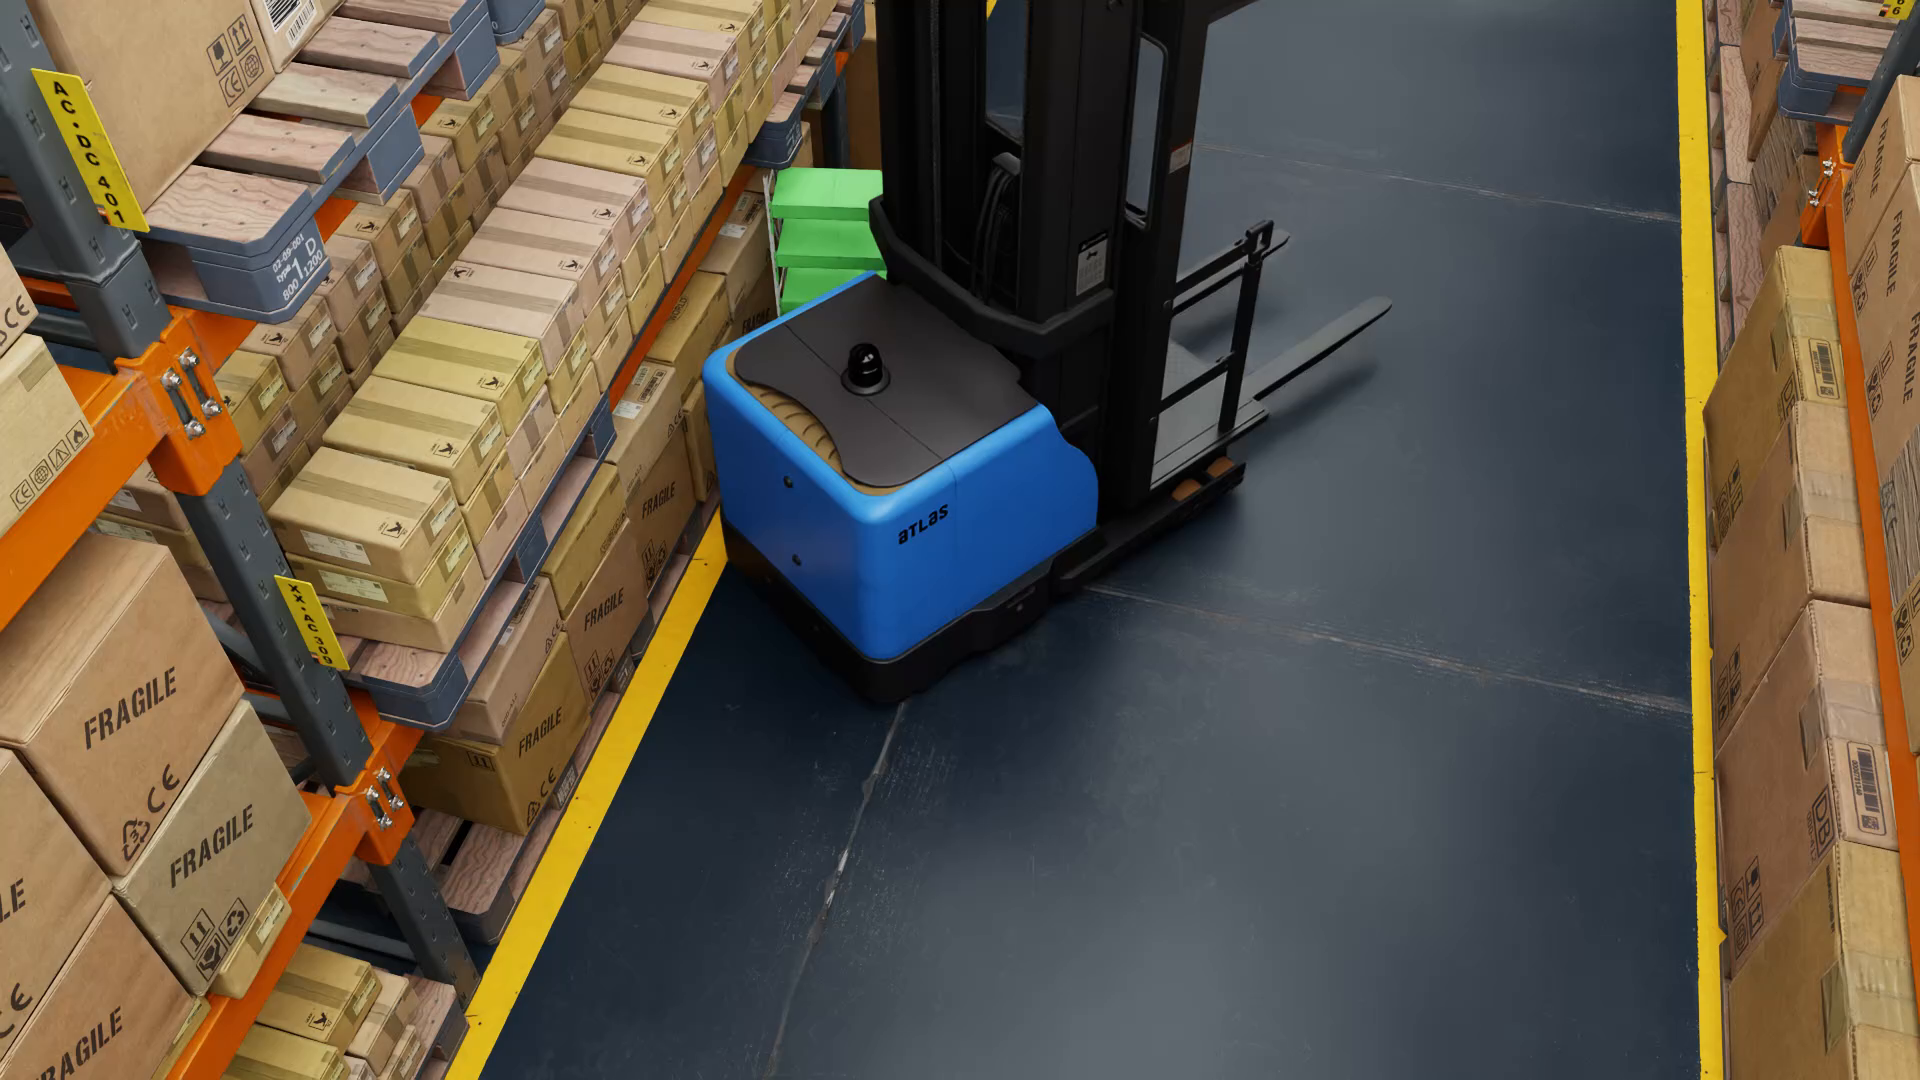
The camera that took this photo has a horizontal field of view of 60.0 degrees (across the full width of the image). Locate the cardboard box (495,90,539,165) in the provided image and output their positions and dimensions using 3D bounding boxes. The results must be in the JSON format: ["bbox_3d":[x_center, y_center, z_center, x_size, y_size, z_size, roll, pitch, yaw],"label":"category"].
[{"bbox_3d":[-1.658,-1.423,5.613,0.380,0.149,0.250,11,50,10],"label":"cardboard box"}]

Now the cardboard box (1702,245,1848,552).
[{"bbox_3d":[3.557,-0.400,6.158,1.225,0.875,0.875,9,49,8],"label":"cardboard box"}]

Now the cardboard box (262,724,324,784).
[{"bbox_3d":[-2.100,0.486,5.627,0.500,0.500,0.500,11,49,9],"label":"cardboard box"}]

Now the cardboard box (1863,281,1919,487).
[{"bbox_3d":[3.104,-0.449,4.998,0.500,0.500,0.500,11,49,9],"label":"cardboard box"}]

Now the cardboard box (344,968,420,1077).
[{"bbox_3d":[-1.828,1.379,4.874,0.380,0.149,0.250,12,50,11],"label":"cardboard box"}]

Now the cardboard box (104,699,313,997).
[{"bbox_3d":[-1.907,0.657,3.824,0.500,0.500,0.500,12,50,10],"label":"cardboard box"}]

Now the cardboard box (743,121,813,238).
[{"bbox_3d":[-0.927,-1.524,6.900,0.500,0.250,0.500,11,49,9],"label":"cardboard box"}]

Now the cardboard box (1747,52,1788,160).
[{"bbox_3d":[4.192,-2.081,7.879,0.700,0.500,0.500,15,50,13],"label":"cardboard box"}]

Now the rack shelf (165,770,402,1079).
[{"bbox_3d":[-2.579,2.067,3.323,1.077,0.370,4.000,12,50,10],"label":"rack shelf"}]

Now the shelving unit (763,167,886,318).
[{"bbox_3d":[-0.487,-1.046,6.792,0.503,1.200,0.258,2,49,2],"label":"shelving unit"}]

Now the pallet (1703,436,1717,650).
[{"bbox_3d":[3.479,0.019,6.511,1.003,0.211,1.213,12,50,10],"label":"pallet"}]

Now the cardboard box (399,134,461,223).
[{"bbox_3d":[-1.791,-1.142,5.166,0.380,0.149,0.250,10,49,8],"label":"cardboard box"}]

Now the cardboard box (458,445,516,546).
[{"bbox_3d":[-1.439,-0.154,4.493,0.380,0.149,0.250,11,49,9],"label":"cardboard box"}]

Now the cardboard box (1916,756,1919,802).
[{"bbox_3d":[2.703,0.653,4.025,0.500,0.500,0.500,13,50,11],"label":"cardboard box"}]

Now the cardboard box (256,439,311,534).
[{"bbox_3d":[-2.071,-0.188,4.721,0.380,0.149,0.250,12,50,10],"label":"cardboard box"}]

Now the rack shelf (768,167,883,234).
[{"bbox_3d":[-0.486,-1.322,6.480,0.480,0.148,0.258,2,49,2],"label":"rack shelf"}]

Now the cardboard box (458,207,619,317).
[{"bbox_3d":[-1.232,-0.817,4.880,0.380,0.149,0.250,11,50,10],"label":"cardboard box"}]

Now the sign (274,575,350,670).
[{"bbox_3d":[-1.527,0.198,3.916,0.100,0.325,0.005,12,50,10],"label":"sign"}]

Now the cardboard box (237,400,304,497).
[{"bbox_3d":[-2.070,-0.289,4.613,0.380,0.149,0.250,12,50,10],"label":"cardboard box"}]

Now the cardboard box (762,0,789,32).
[{"bbox_3d":[-0.823,-1.948,5.878,0.380,0.149,0.250,13,50,11],"label":"cardboard box"}]

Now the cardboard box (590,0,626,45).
[{"bbox_3d":[-1.457,-1.965,6.091,0.380,0.149,0.250,10,49,9],"label":"cardboard box"}]

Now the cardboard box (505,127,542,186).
[{"bbox_3d":[-1.659,-1.323,5.724,0.380,0.149,0.250,12,50,11],"label":"cardboard box"}]

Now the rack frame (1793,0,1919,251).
[{"bbox_3d":[3.759,-1.459,5.956,1.000,3.000,0.127,12,50,10],"label":"rack frame"}]

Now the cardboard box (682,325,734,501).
[{"bbox_3d":[-1.184,-0.534,6.527,0.500,0.500,0.500,10,49,8],"label":"cardboard box"}]

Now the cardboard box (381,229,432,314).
[{"bbox_3d":[-1.864,-0.855,5.112,0.380,0.149,0.250,9,49,8],"label":"cardboard box"}]

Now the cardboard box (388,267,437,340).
[{"bbox_3d":[-1.869,-0.751,5.218,0.380,0.149,0.250,10,49,8],"label":"cardboard box"}]

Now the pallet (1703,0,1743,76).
[{"bbox_3d":[4.608,-2.866,9.057,1.003,0.211,1.213,12,50,10],"label":"pallet"}]

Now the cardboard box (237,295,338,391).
[{"bbox_3d":[-1.995,-0.580,4.671,0.380,0.149,0.250,10,49,9],"label":"cardboard box"}]

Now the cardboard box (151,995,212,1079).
[{"bbox_3d":[-1.992,1.108,3.858,0.380,0.149,0.250,13,50,12],"label":"cardboard box"}]

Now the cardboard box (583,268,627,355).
[{"bbox_3d":[-1.234,-0.724,4.996,0.380,0.149,0.250,13,50,12],"label":"cardboard box"}]

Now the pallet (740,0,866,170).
[{"bbox_3d":[-1.084,-1.911,6.482,1.213,0.211,1.003,12,50,10],"label":"pallet"}]

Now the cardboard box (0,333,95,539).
[{"bbox_3d":[-1.921,-0.152,2.902,0.500,0.250,0.500,13,50,11],"label":"cardboard box"}]

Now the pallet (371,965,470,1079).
[{"bbox_3d":[-2.195,1.798,4.941,1.003,0.211,1.213,12,50,10],"label":"pallet"}]

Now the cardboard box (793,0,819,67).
[{"bbox_3d":[-0.753,-1.940,6.268,0.380,0.149,0.250,11,50,10],"label":"cardboard box"}]

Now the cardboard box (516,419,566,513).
[{"bbox_3d":[-1.368,-0.249,4.776,0.380,0.149,0.250,12,50,10],"label":"cardboard box"}]

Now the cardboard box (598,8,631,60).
[{"bbox_3d":[-1.453,-1.893,6.227,0.380,0.149,0.250,14,50,12],"label":"cardboard box"}]

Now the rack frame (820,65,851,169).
[{"bbox_3d":[-0.999,-2.511,6.884,1.000,3.000,0.127,12,50,10],"label":"rack frame"}]

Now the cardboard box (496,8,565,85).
[{"bbox_3d":[-1.585,-1.708,5.667,0.380,0.149,0.250,14,50,12],"label":"cardboard box"}]

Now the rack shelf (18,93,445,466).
[{"bbox_3d":[-1.526,-1.819,4.752,1.077,0.370,4.000,12,50,10],"label":"rack shelf"}]

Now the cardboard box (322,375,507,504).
[{"bbox_3d":[-1.437,-0.267,4.395,0.380,0.149,0.250,13,50,11],"label":"cardboard box"}]

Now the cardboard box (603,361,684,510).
[{"bbox_3d":[-1.327,-0.413,5.920,0.500,0.250,0.500,13,50,11],"label":"cardboard box"}]

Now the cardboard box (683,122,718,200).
[{"bbox_3d":[-1.028,-1.284,5.491,0.380,0.149,0.250,13,50,11],"label":"cardboard box"}]

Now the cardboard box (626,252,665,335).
[{"bbox_3d":[-1.166,-0.813,5.273,0.380,0.149,0.250,11,49,9],"label":"cardboard box"}]

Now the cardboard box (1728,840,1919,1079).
[{"bbox_3d":[2.855,1.532,4.453,1.225,0.875,0.875,12,50,10],"label":"cardboard box"}]

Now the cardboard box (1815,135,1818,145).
[{"bbox_3d":[4.036,-1.902,7.220,0.500,0.250,0.500,17,51,14],"label":"cardboard box"}]

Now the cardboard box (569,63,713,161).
[{"bbox_3d":[-1.029,-1.384,5.380,0.380,0.149,0.250,14,50,12],"label":"cardboard box"}]

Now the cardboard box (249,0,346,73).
[{"bbox_3d":[-1.618,-1.315,3.607,0.500,0.311,0.500,11,49,10],"label":"cardboard box"}]

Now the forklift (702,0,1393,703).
[{"bbox_3d":[0.532,-1.328,5.886,3.031,2.935,1.130,-32,56,-25],"label":"forklift"}]

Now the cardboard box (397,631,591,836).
[{"bbox_3d":[-1.602,0.589,5.536,0.500,0.500,0.500,13,50,11],"label":"cardboard box"}]

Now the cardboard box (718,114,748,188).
[{"bbox_3d":[-0.959,-1.379,5.773,0.380,0.149,0.250,10,49,8],"label":"cardboard box"}]

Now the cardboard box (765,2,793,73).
[{"bbox_3d":[-0.826,-1.833,5.975,0.380,0.149,0.250,13,50,11],"label":"cardboard box"}]
